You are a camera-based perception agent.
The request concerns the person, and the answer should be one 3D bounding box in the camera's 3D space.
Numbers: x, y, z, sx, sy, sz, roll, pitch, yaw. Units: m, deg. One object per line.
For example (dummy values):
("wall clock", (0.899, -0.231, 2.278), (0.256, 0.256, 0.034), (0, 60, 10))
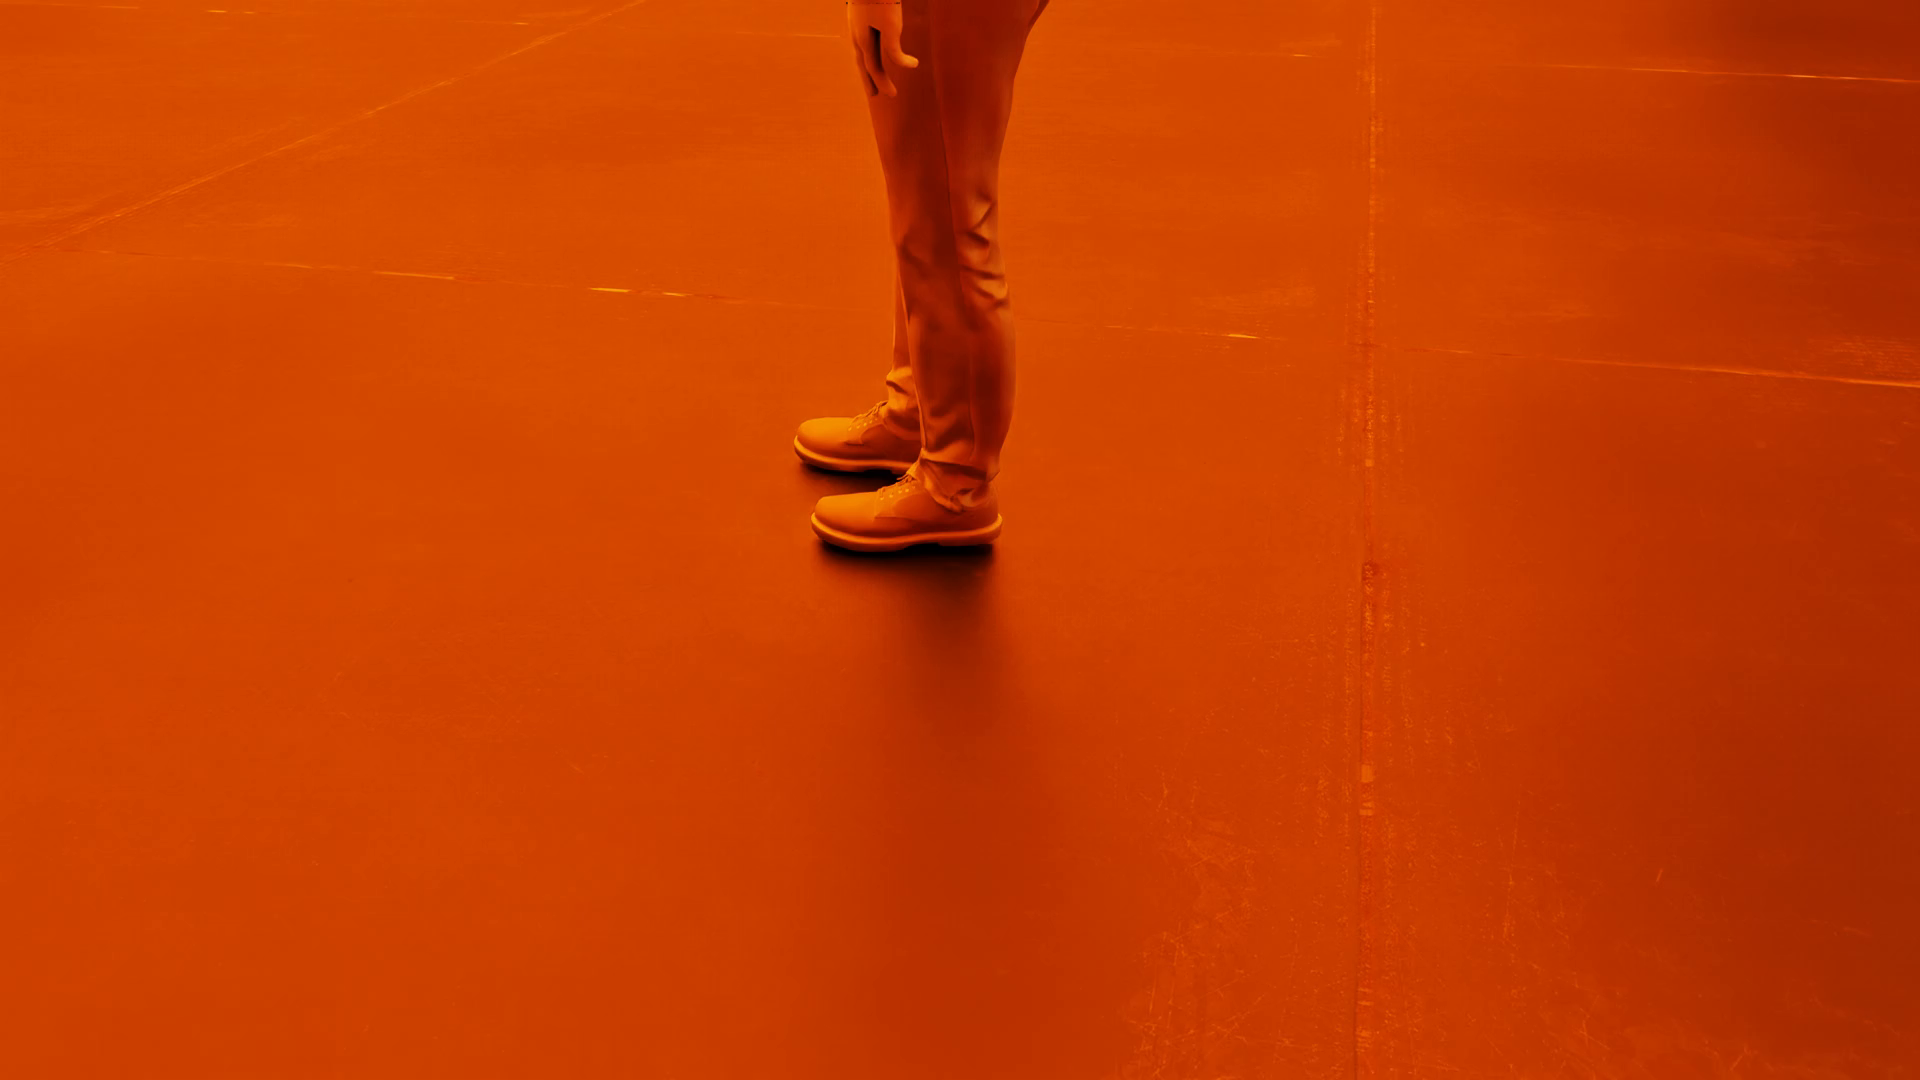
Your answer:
("person", (-0.064, -0.773, 2.134), (0.534, 1.696, 0.587), (6, 27, 11))
